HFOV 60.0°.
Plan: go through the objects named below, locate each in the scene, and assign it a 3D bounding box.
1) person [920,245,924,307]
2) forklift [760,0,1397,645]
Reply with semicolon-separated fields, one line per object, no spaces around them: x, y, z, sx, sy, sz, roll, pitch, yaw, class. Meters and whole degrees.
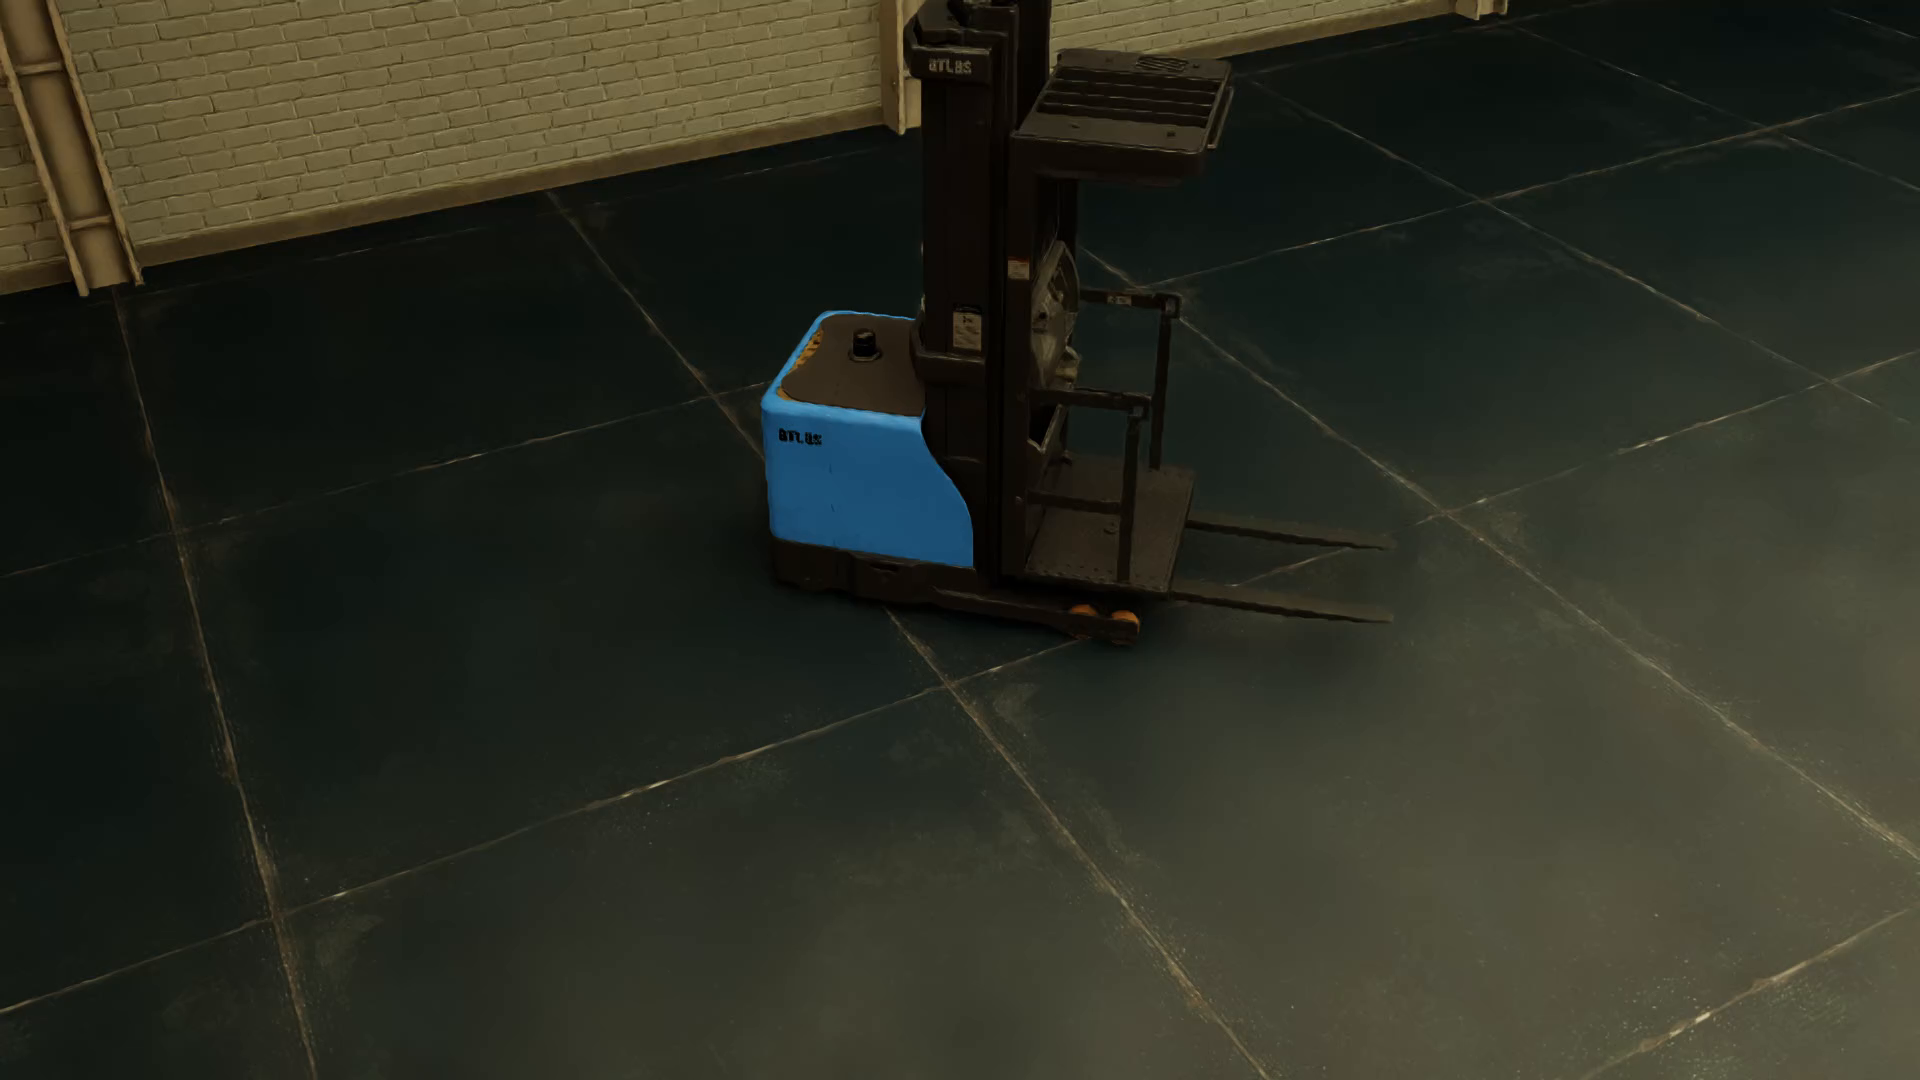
0.111;-0.766;8.089;0.625;1.608;0.522;9;36;13;person
0.625;-1.035;7.587;3.031;2.935;1.130;8;36;11;forklift
